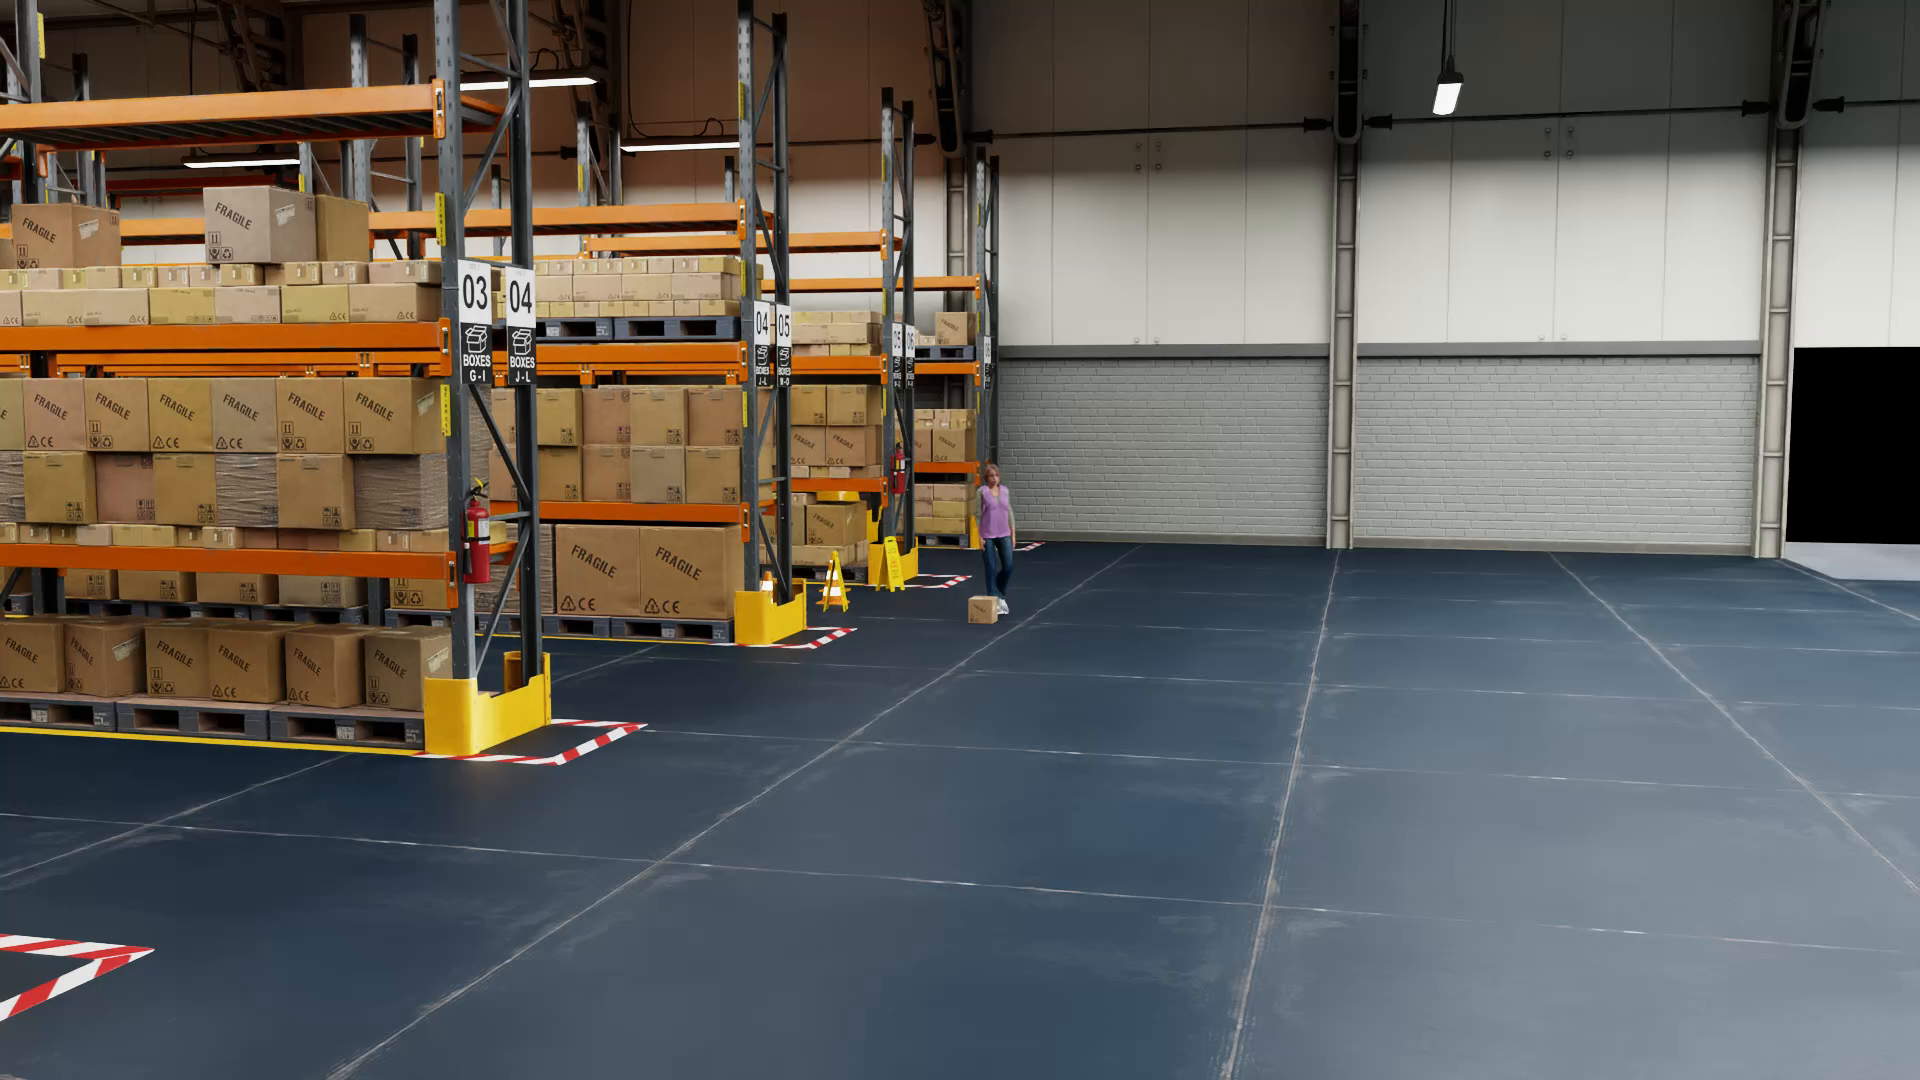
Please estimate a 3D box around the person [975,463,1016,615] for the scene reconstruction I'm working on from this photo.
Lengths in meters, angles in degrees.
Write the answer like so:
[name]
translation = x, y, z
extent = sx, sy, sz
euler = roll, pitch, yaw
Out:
[person]
translation = 0.370, -0.008, 17.604
extent = 0.441, 1.608, 0.360
euler = -1, 5, -15
